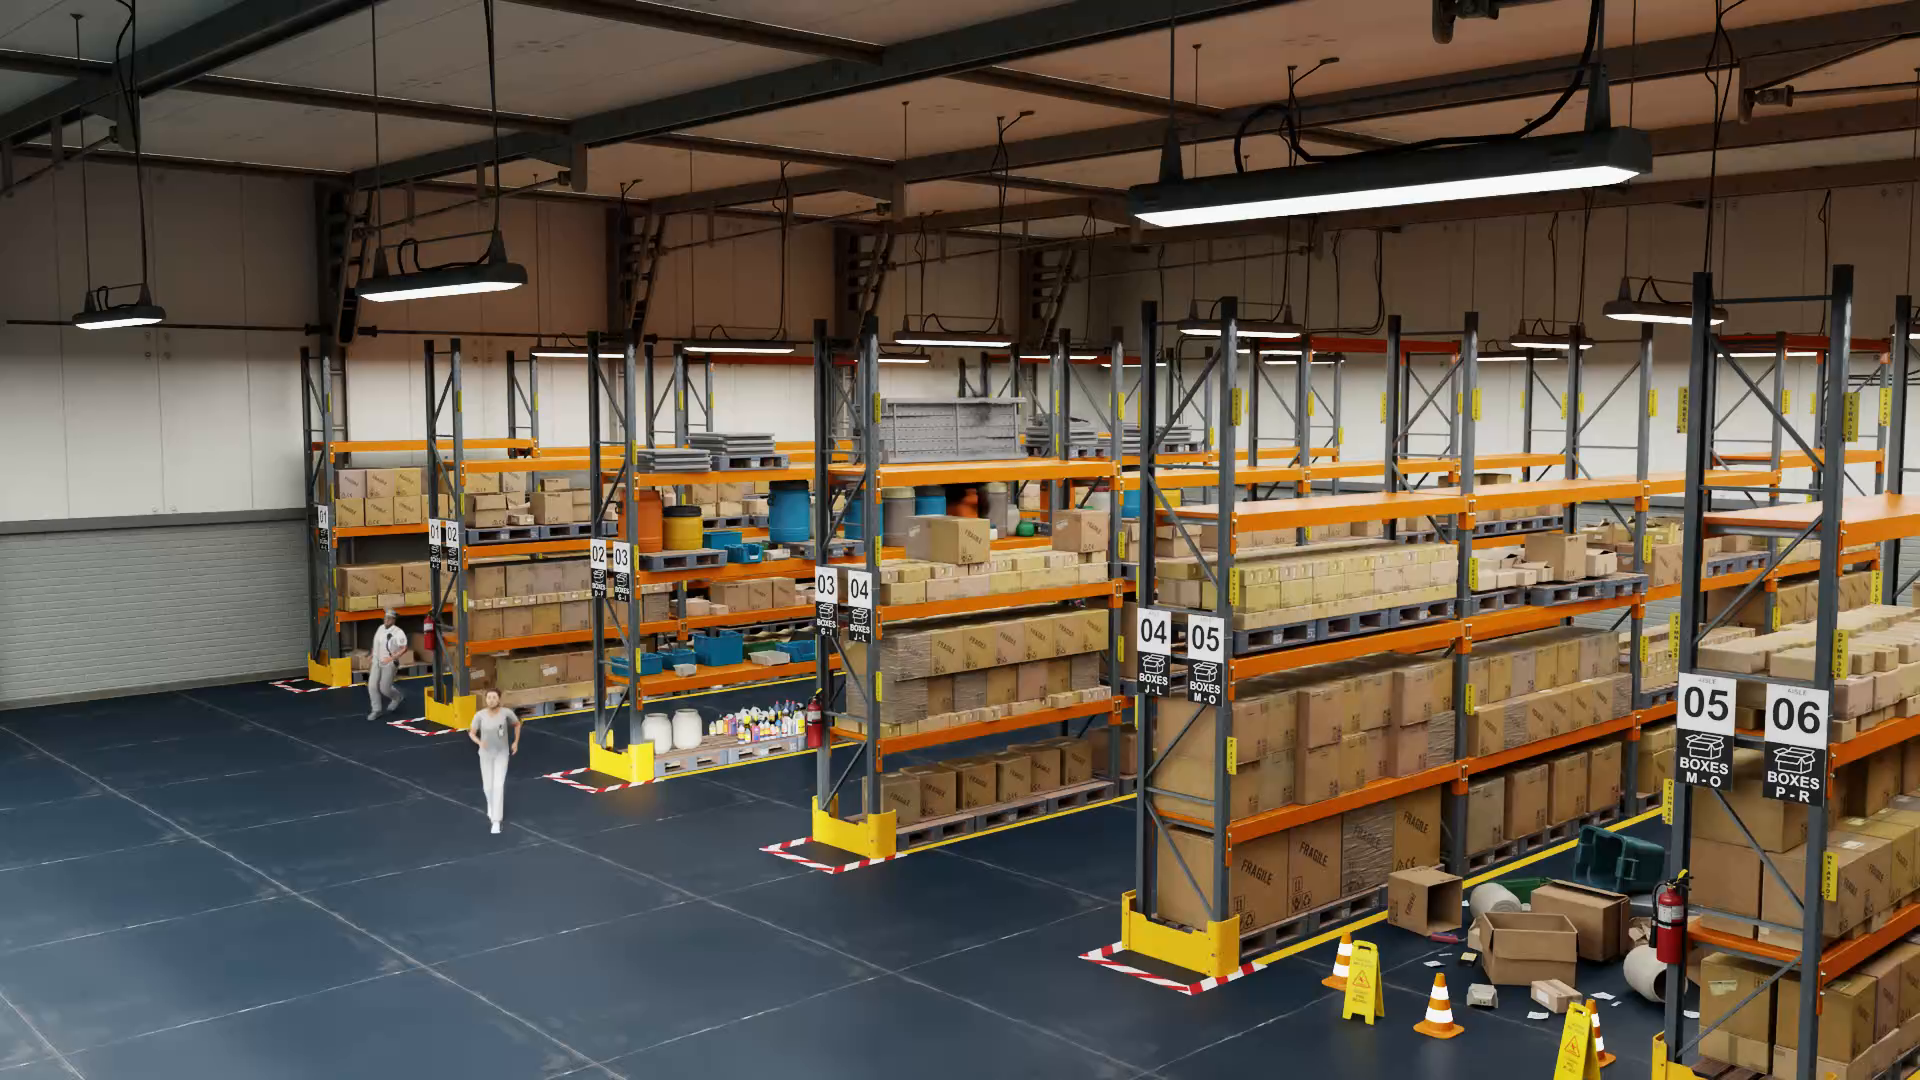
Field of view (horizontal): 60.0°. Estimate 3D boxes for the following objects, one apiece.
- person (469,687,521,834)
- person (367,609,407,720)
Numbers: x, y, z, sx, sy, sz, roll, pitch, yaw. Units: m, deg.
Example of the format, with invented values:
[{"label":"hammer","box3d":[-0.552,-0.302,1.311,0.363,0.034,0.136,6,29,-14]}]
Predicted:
[{"label":"person","box3d":[-5.550,2.639,19.873,0.587,1.582,0.846,-1,5,-10]},{"label":"person","box3d":[-9.126,1.972,26.591,0.703,1.764,0.749,2,5,19]}]
